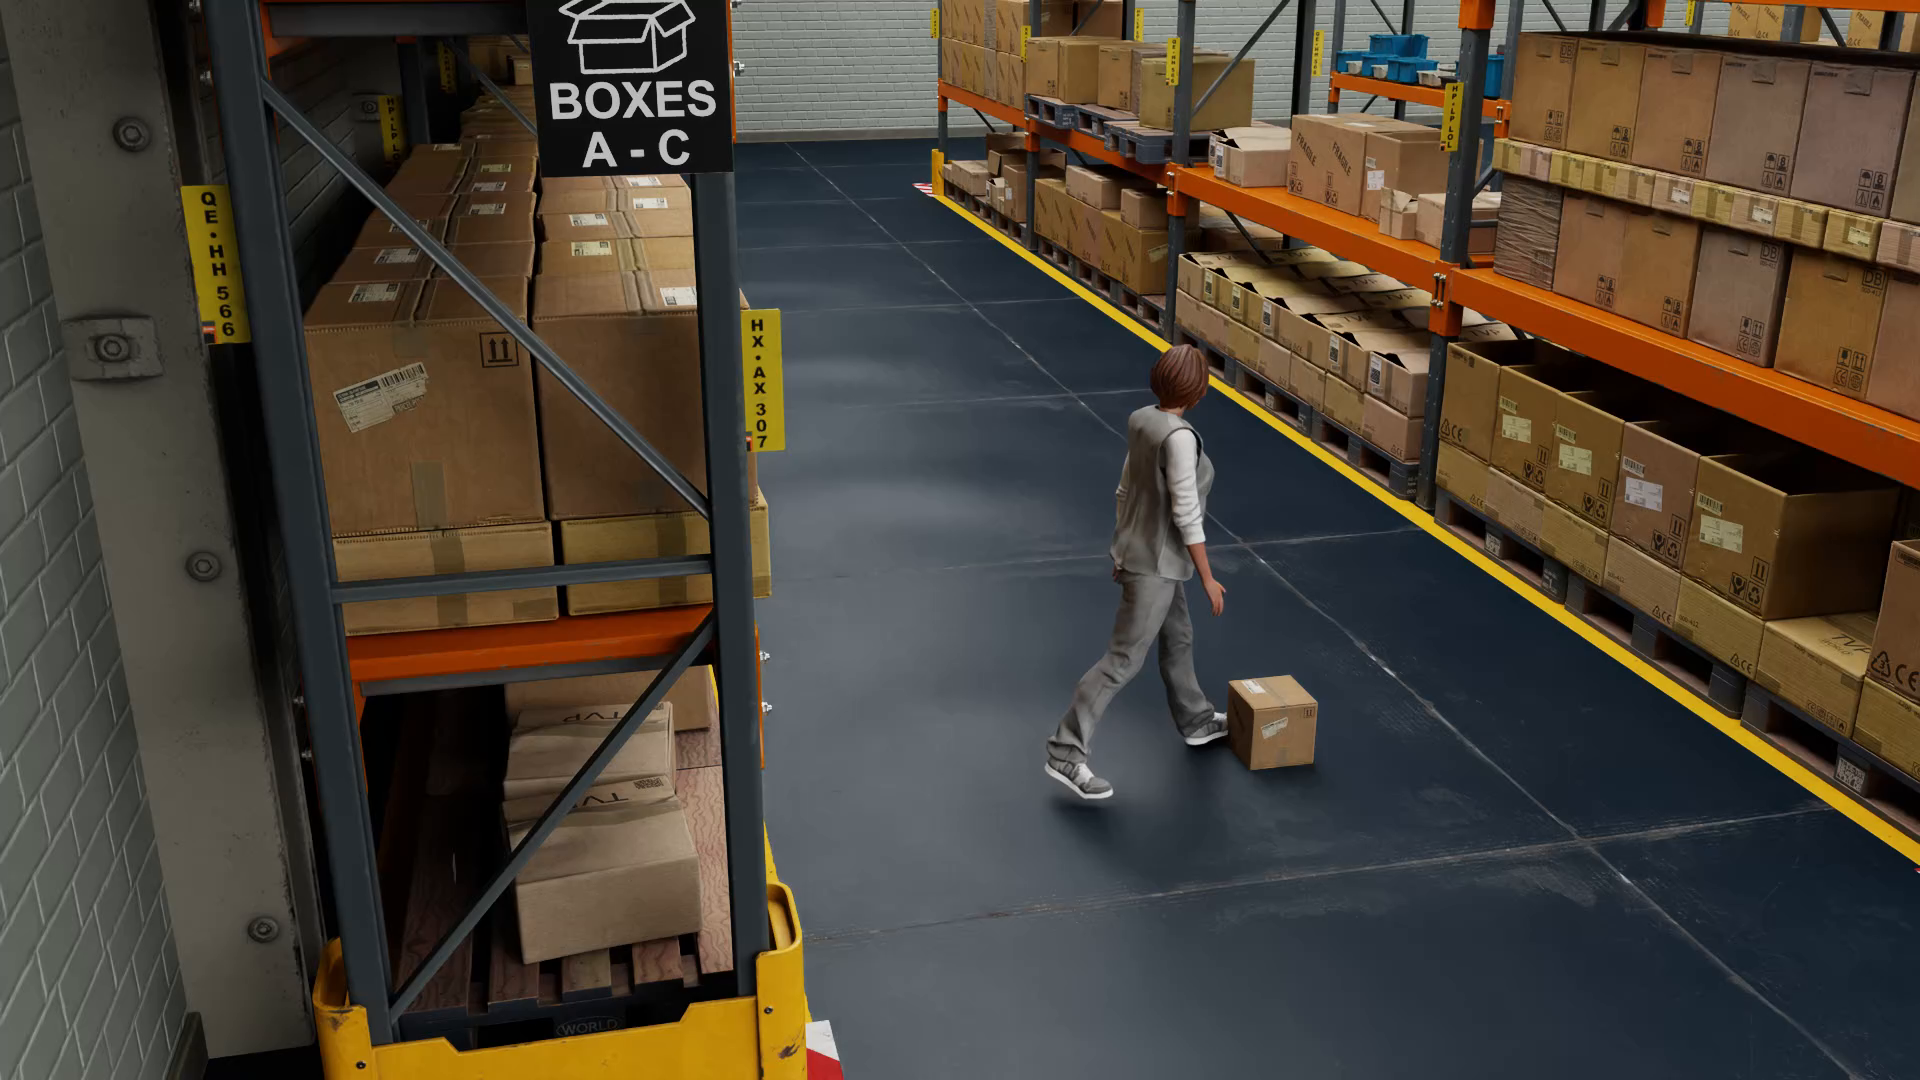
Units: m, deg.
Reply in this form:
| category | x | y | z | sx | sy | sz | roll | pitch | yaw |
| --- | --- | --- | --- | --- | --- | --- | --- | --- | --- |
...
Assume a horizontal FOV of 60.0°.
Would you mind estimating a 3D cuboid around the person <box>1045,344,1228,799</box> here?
| category | x | y | z | sx | sy | sz | roll | pitch | yaw |
| --- | --- | --- | --- | --- | --- | --- | --- | --- | --- |
| person | 0.703 | 0.100 | 5.821 | 0.844 | 1.546 | 0.549 | -3 | 20 | -7 |
